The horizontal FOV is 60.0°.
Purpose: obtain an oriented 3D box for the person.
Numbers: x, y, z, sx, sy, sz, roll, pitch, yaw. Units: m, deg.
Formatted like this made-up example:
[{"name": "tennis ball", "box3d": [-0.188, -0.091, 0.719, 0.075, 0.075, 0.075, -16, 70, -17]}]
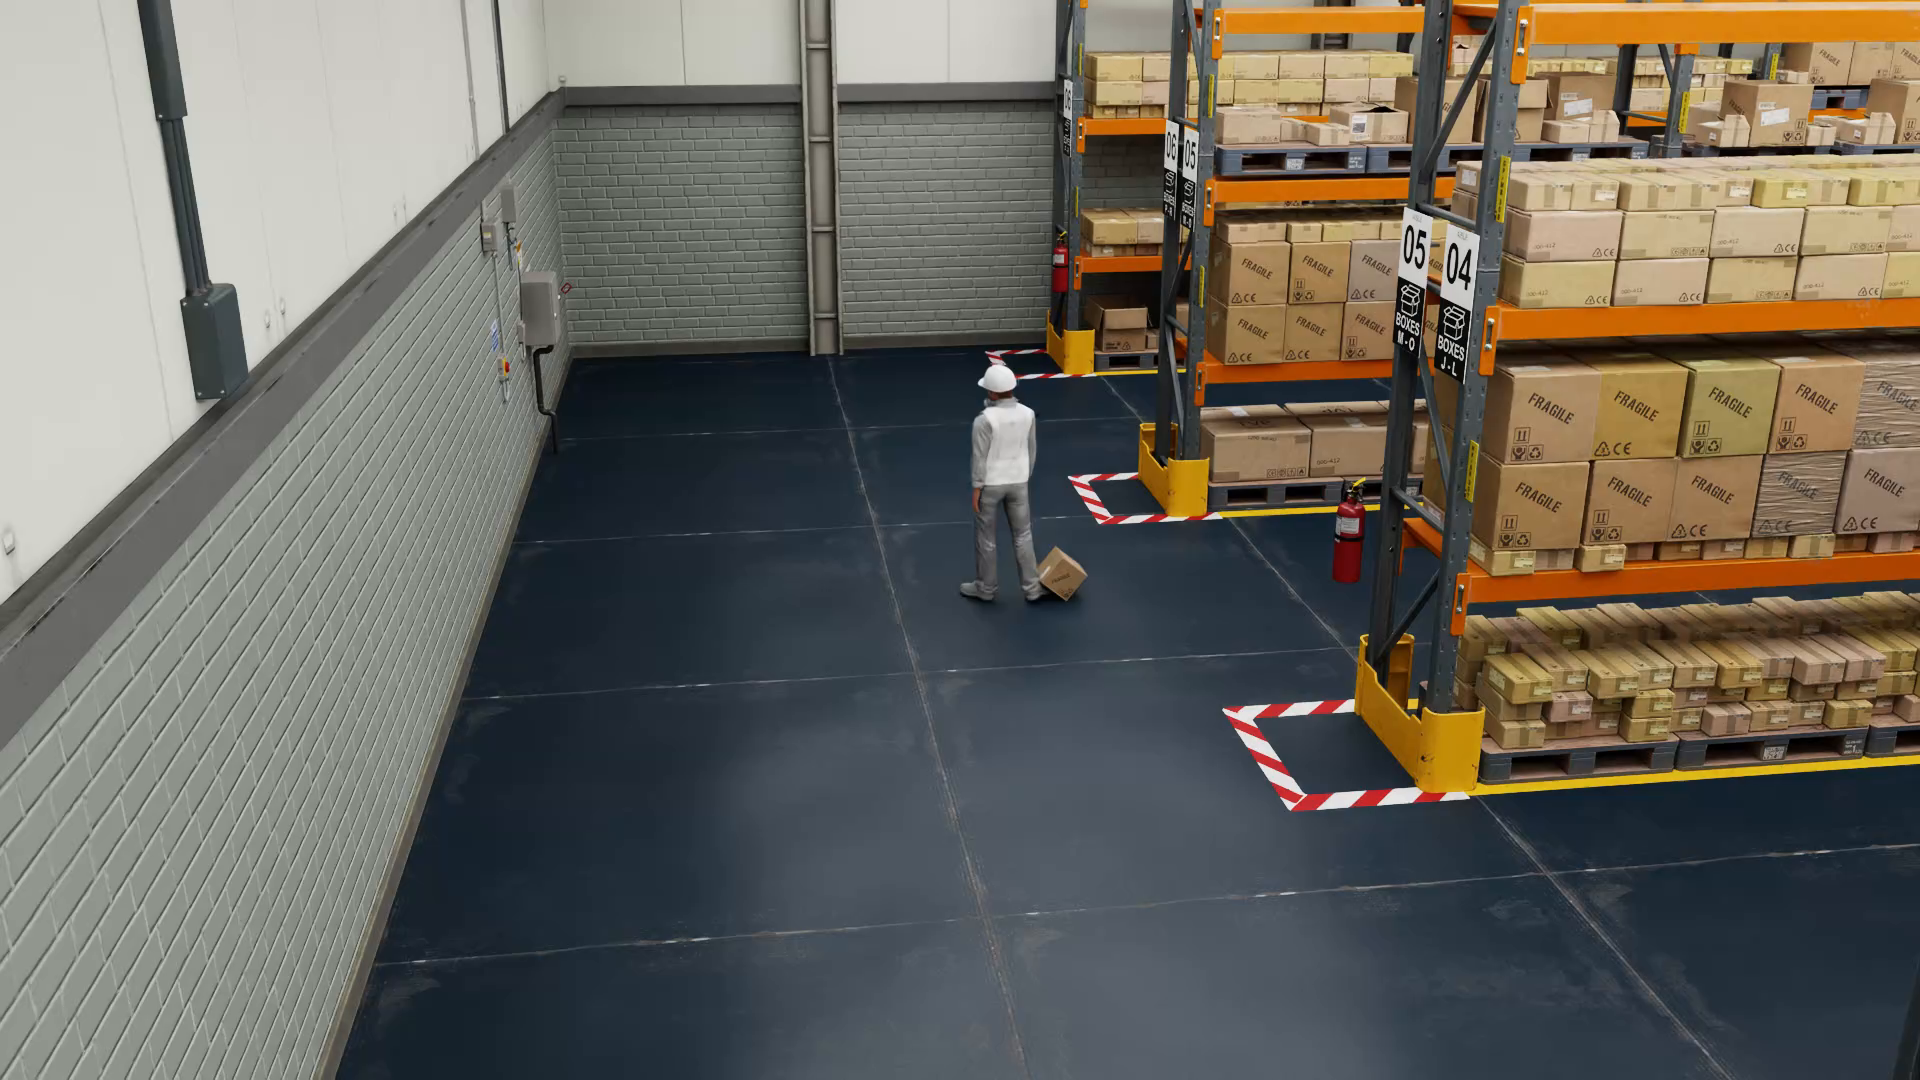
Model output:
[{"name": "person", "box3d": [0.360, -0.419, 12.161, 0.652, 1.771, 0.459, -9, 22, -23]}]
